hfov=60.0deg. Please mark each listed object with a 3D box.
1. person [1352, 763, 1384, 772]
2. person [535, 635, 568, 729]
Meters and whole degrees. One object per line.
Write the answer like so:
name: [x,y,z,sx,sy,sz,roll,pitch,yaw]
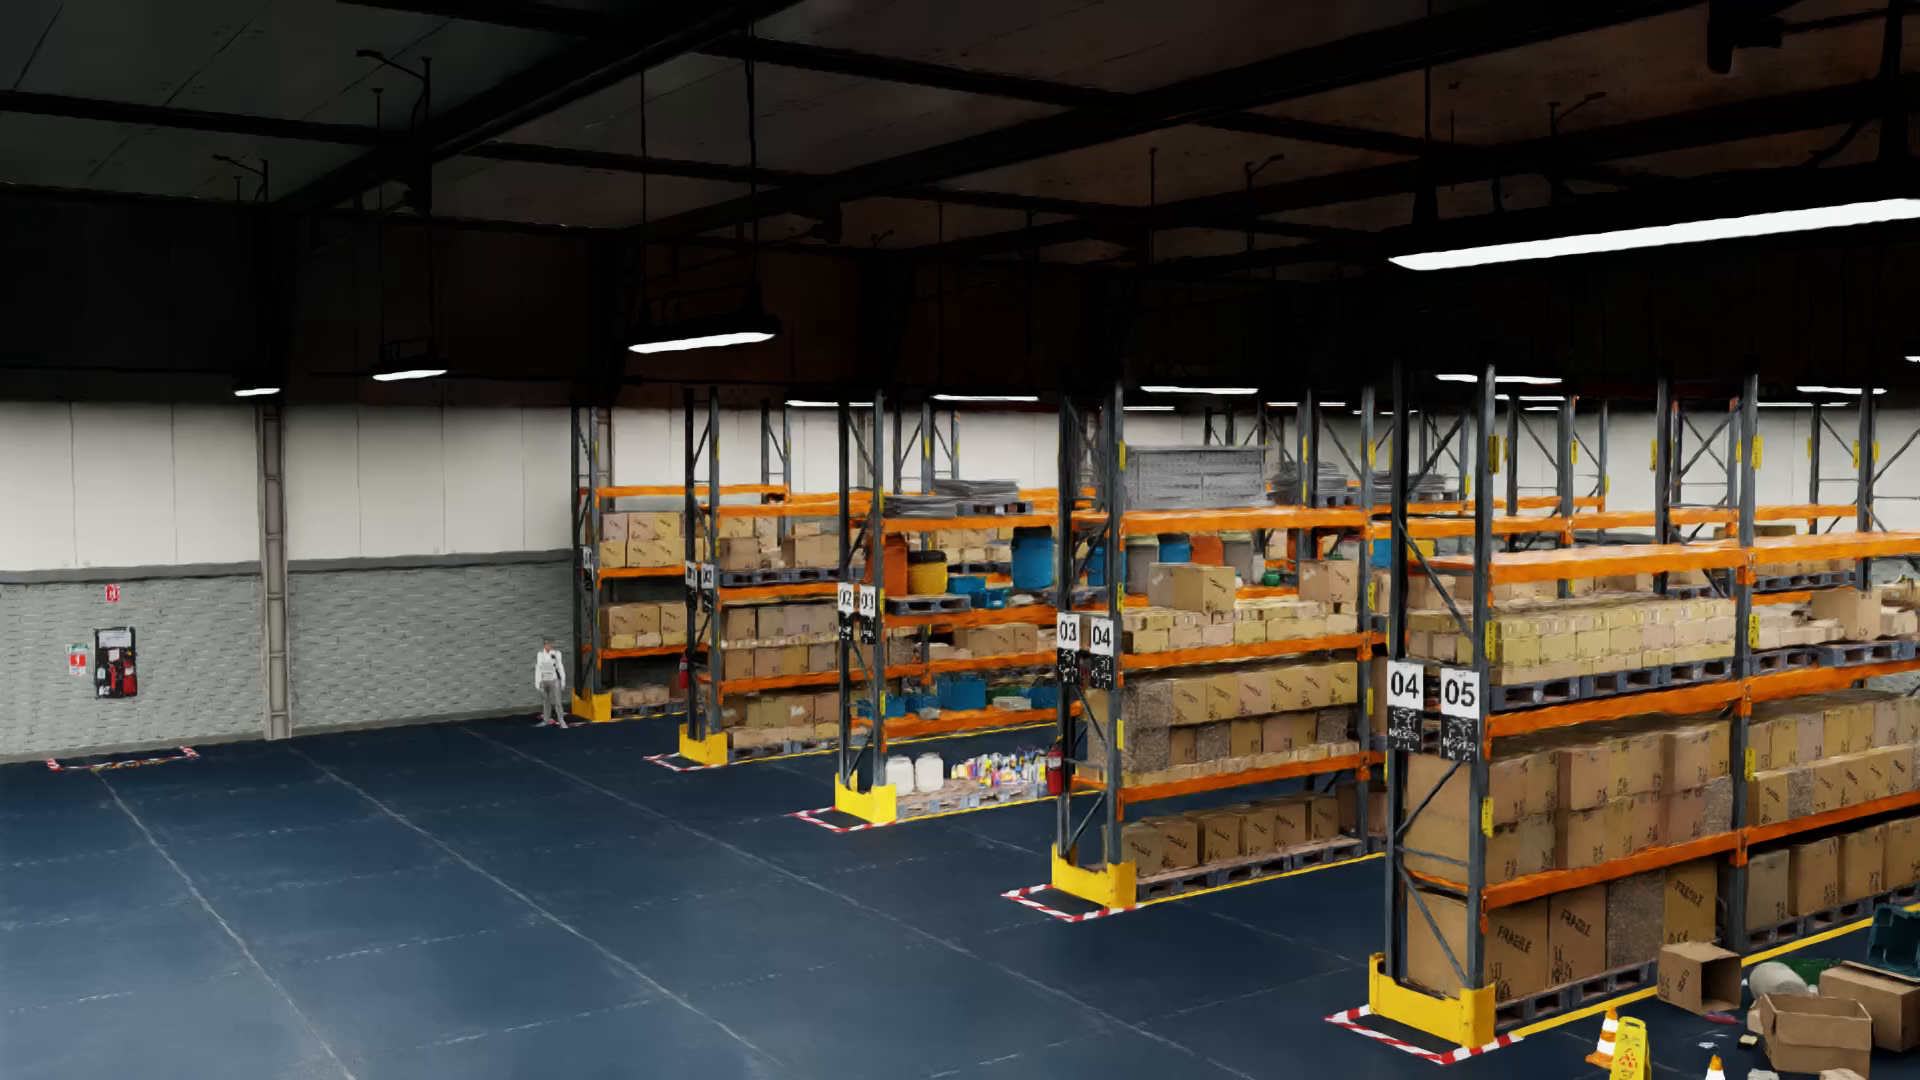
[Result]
person: [6.357,2.733,25.806,0.463,1.731,0.598,2,4,31]
person: [-7.303,2.528,29.756,0.685,1.672,0.549,0,3,2]
